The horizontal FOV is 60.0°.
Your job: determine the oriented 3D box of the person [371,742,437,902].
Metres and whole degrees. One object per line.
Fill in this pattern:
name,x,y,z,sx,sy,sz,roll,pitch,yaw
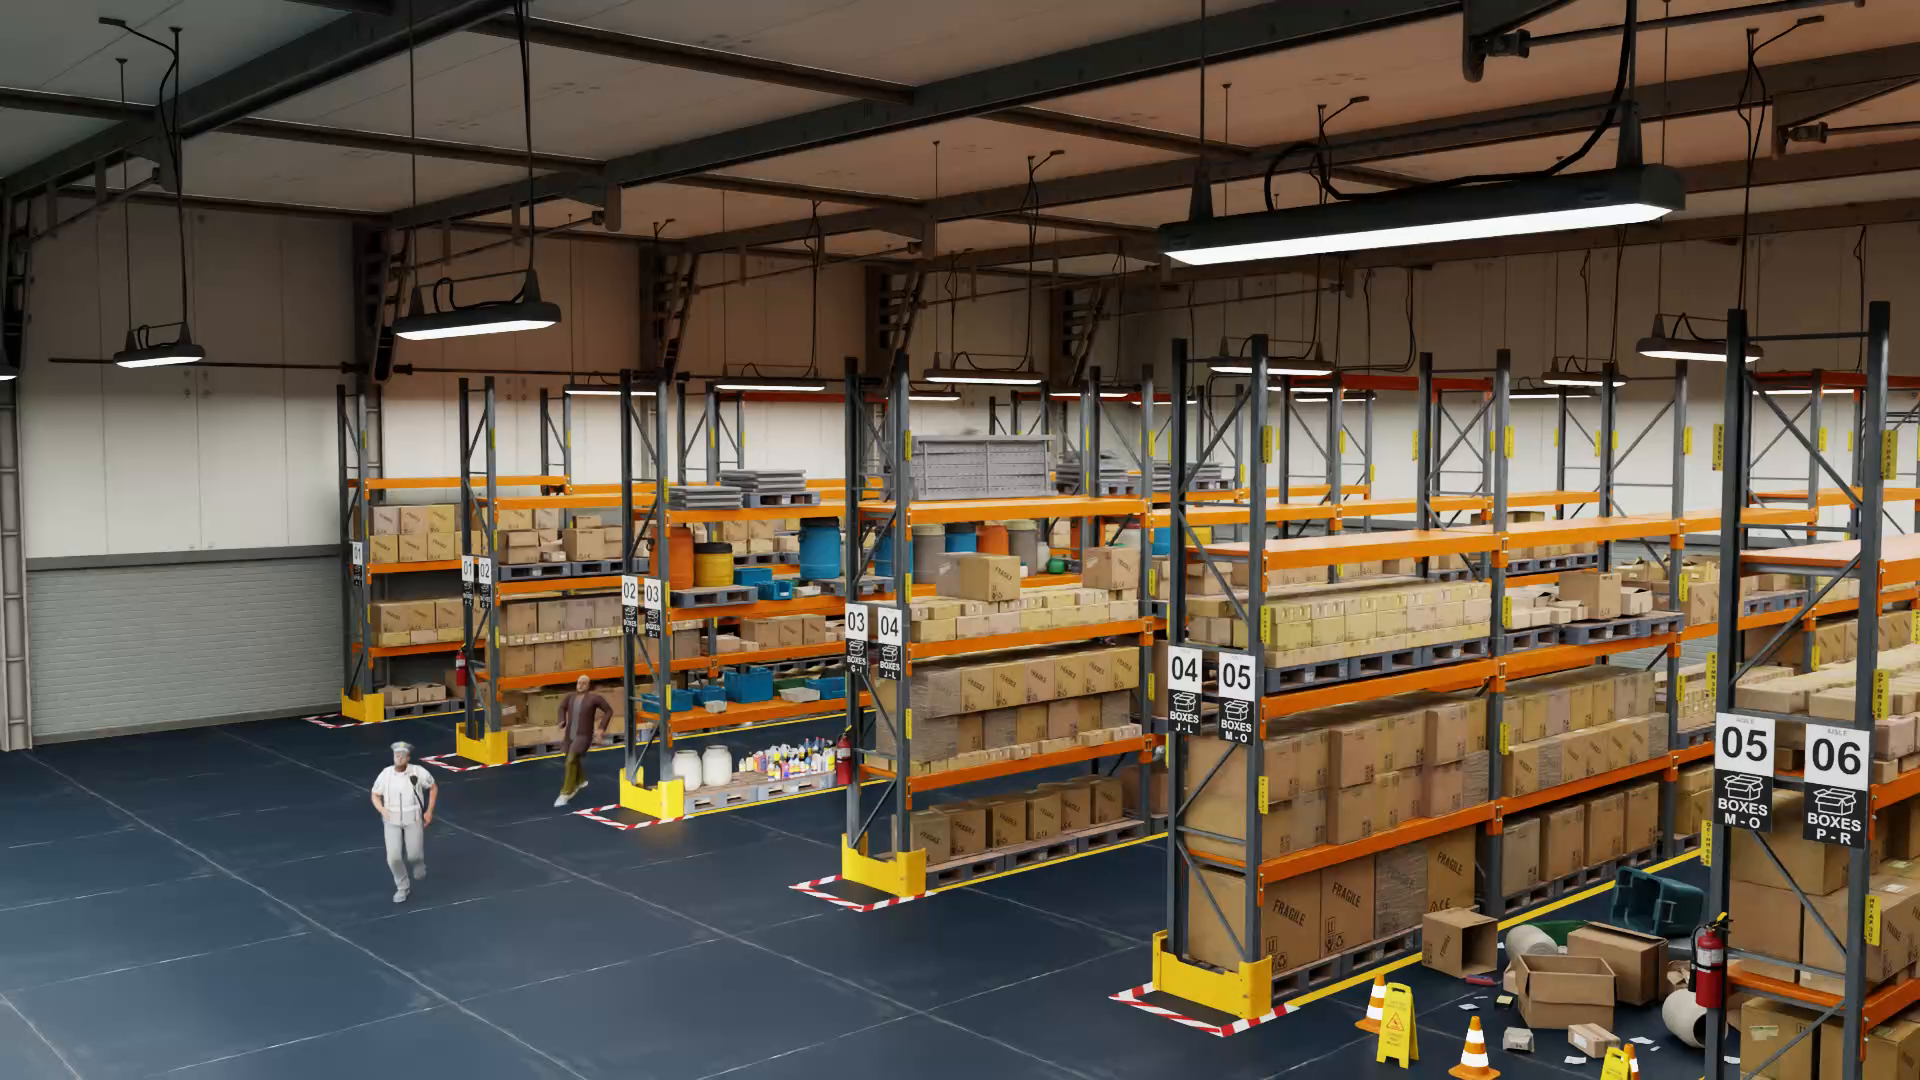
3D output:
person,-6.164,3.093,18.433,0.697,1.752,0.627,-1,4,-13

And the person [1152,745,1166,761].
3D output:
person,3.434,2.569,26.259,1.136,1.777,0.627,-4,5,-44

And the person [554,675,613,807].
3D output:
person,-5.285,2.775,23.176,0.767,1.807,0.854,2,4,24
